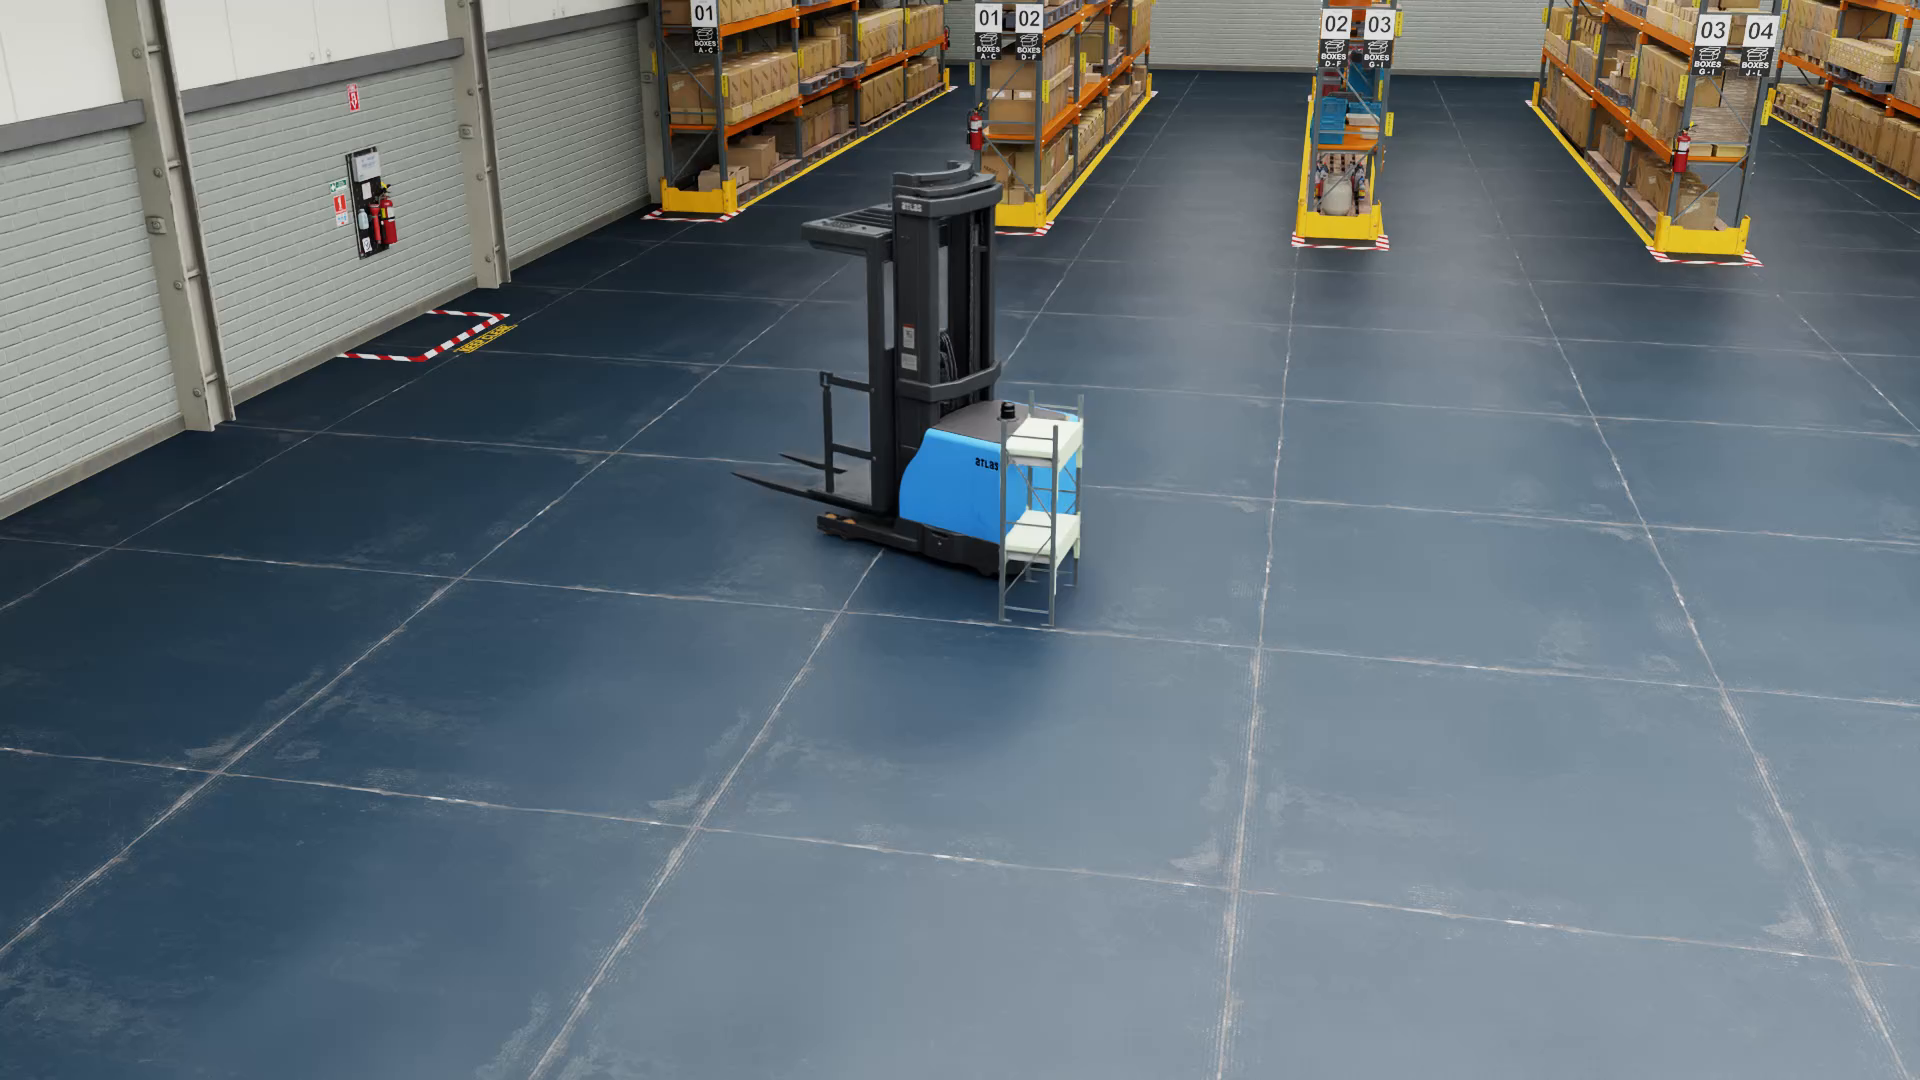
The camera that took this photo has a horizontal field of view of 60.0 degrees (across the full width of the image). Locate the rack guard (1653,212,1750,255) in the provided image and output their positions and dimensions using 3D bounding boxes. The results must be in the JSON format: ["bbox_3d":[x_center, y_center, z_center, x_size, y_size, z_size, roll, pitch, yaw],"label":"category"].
[{"bbox_3d":[10.430,-4.319,23.407,1.175,0.500,0.348,4,22,11],"label":"rack guard"}]

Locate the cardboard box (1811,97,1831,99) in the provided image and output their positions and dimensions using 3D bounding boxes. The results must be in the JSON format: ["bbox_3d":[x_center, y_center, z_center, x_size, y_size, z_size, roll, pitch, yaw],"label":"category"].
[{"bbox_3d":[17.703,-8.999,34.141,0.380,0.149,0.250,5,23,13],"label":"cardboard box"}]

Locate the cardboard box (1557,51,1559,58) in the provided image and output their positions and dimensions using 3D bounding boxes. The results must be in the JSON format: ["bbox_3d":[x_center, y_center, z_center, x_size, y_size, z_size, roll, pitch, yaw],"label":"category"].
[{"bbox_3d":[12.815,-10.235,35.089,0.380,0.149,0.250,5,22,12],"label":"cardboard box"}]

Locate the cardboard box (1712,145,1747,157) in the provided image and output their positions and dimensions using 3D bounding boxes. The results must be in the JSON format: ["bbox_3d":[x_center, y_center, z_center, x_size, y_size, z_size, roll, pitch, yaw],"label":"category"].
[{"bbox_3d":[10.706,-5.420,23.132,0.380,0.149,0.250,4,22,11],"label":"cardboard box"}]

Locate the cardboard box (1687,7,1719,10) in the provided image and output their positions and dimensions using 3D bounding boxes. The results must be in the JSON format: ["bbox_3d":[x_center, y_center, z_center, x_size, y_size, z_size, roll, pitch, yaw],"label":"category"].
[{"bbox_3d":[10.483,-7.452,23.492,0.380,0.149,0.250,5,22,12],"label":"cardboard box"}]

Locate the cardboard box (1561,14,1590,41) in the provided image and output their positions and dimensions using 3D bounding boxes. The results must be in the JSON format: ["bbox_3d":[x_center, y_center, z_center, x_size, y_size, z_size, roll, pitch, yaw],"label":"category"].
[{"bbox_3d":[12.802,-10.627,34.523,0.500,0.500,0.500,5,22,11],"label":"cardboard box"}]

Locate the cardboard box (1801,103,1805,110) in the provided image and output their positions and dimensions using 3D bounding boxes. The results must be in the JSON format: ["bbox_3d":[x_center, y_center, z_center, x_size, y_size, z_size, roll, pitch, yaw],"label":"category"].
[{"bbox_3d":[17.786,-9.048,34.661,0.380,0.149,0.250,3,22,8],"label":"cardboard box"}]

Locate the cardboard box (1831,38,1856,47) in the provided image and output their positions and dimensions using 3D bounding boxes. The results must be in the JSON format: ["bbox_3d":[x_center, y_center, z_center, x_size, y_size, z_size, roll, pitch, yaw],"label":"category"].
[{"bbox_3d":[17.168,-9.669,32.324,0.380,0.149,0.250,6,23,14],"label":"cardboard box"}]

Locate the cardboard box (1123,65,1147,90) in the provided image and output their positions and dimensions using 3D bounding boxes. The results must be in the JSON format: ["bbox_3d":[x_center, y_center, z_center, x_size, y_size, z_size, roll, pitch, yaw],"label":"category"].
[{"bbox_3d":[4.113,-10.885,39.123,0.500,0.500,0.500,4,22,11],"label":"cardboard box"}]

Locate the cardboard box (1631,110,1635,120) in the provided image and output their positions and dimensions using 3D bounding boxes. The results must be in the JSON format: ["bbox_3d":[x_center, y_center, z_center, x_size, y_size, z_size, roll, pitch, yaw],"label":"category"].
[{"bbox_3d":[10.893,-6.741,26.412,0.380,0.149,0.250,4,22,11],"label":"cardboard box"}]

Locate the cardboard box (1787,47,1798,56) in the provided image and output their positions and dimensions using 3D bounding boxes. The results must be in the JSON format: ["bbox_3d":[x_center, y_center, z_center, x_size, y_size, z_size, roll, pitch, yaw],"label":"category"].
[{"bbox_3d":[18.009,-10.486,35.712,0.380,0.149,0.250,4,22,9],"label":"cardboard box"}]

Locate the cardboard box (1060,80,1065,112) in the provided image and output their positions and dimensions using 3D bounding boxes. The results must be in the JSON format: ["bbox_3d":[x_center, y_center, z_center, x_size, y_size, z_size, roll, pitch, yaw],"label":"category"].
[{"bbox_3d":[1.348,-7.360,27.479,0.700,0.500,0.500,4,22,10],"label":"cardboard box"}]

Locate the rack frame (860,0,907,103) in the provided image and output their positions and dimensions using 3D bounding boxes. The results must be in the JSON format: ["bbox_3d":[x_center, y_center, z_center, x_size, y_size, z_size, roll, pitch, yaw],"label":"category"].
[{"bbox_3d":[-1.684,-10.972,36.581,1.000,3.000,0.127,4,22,11],"label":"rack frame"}]

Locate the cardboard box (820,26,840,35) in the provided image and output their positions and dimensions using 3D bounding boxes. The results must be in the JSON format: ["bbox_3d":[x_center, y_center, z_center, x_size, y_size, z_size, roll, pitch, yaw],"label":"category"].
[{"bbox_3d":[-2.541,-9.932,32.408,0.380,0.149,0.250,2,22,4],"label":"cardboard box"}]

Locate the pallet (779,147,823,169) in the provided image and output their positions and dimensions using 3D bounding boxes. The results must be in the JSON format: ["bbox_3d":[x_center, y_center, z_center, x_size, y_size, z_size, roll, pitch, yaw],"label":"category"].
[{"bbox_3d":[-3.159,-7.037,30.544,1.003,0.211,1.213,4,22,11],"label":"pallet"}]

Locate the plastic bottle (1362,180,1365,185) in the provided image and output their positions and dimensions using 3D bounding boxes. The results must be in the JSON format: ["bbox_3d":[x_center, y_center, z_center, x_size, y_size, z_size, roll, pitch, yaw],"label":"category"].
[{"bbox_3d":[6.305,-5.493,26.023,0.061,0.283,0.133,5,22,12],"label":"plastic bottle"}]

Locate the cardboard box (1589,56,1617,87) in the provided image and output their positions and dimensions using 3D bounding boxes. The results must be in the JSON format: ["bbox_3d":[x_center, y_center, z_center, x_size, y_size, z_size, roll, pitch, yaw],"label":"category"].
[{"bbox_3d":[11.905,-8.622,30.612,0.500,0.500,0.500,5,23,13],"label":"cardboard box"}]

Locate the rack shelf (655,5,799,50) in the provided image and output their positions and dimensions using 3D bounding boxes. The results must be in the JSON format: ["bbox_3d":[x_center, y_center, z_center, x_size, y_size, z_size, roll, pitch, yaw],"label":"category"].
[{"bbox_3d":[-3.724,-8.372,27.074,1.077,0.370,4.000,4,22,11],"label":"rack shelf"}]

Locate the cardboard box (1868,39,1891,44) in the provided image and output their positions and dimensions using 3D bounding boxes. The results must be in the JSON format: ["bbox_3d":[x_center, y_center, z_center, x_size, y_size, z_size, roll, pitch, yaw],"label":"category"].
[{"bbox_3d":[17.808,-9.616,32.193,0.380,0.149,0.250,5,23,13],"label":"cardboard box"}]

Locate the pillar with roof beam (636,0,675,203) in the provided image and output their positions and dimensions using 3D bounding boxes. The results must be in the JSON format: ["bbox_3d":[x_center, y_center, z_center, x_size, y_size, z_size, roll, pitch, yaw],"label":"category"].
[{"bbox_3d":[-0.622,-9.360,24.548,9.100,9.000,0.400,4,22,11],"label":"pillar with roof beam"}]

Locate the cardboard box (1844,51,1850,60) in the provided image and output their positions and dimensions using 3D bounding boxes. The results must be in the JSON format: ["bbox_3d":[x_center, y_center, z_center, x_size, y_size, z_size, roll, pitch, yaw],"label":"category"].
[{"bbox_3d":[16.959,-9.148,31.428,0.380,0.149,0.250,5,23,13],"label":"cardboard box"}]

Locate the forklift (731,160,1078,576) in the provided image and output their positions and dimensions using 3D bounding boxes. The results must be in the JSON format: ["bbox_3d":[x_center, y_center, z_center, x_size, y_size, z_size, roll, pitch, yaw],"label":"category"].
[{"bbox_3d":[-0.540,-1.504,13.165,3.031,2.935,1.130,15,26,33],"label":"forklift"}]

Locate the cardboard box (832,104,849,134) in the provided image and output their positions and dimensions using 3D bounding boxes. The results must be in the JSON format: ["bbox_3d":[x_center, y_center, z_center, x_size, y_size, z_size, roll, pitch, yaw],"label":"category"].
[{"bbox_3d":[-2.596,-8.286,32.670,0.700,0.500,0.500,5,22,12],"label":"cardboard box"}]

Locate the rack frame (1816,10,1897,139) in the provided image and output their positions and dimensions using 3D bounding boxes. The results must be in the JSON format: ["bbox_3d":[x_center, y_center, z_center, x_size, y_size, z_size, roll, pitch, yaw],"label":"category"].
[{"bbox_3d":[17.698,-9.424,32.738,1.000,3.000,0.127,4,22,11],"label":"rack frame"}]

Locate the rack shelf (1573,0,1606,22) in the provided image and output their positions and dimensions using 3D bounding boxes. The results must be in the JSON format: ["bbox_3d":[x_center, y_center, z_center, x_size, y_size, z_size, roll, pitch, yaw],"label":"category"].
[{"bbox_3d":[12.455,-10.165,31.526,1.077,0.370,4.000,4,22,11],"label":"rack shelf"}]

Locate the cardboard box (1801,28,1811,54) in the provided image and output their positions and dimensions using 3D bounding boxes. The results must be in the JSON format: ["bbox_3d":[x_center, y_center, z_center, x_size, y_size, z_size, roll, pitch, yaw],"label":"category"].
[{"bbox_3d":[17.858,-10.365,34.543,0.500,0.500,0.500,4,22,10],"label":"cardboard box"}]

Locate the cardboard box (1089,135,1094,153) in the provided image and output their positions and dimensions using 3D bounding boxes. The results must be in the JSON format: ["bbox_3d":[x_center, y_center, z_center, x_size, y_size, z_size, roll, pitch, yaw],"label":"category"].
[{"bbox_3d":[2.172,-7.280,30.533,0.500,0.250,0.500,5,22,12],"label":"cardboard box"}]

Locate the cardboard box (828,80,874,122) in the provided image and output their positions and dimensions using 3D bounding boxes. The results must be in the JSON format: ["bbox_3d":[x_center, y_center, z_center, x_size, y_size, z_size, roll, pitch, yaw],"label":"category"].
[{"bbox_3d":[-2.222,-8.965,33.915,0.750,0.750,0.750,4,22,10],"label":"cardboard box"}]

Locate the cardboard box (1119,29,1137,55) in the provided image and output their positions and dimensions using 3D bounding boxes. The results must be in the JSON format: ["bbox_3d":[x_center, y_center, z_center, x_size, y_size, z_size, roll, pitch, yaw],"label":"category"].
[{"bbox_3d":[3.537,-10.807,36.039,0.500,0.500,0.500,5,22,12],"label":"cardboard box"}]

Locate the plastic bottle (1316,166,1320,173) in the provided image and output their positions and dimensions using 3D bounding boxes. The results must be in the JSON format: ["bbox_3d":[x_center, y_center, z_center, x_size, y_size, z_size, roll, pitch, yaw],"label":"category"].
[{"bbox_3d":[5.773,-5.933,27.028,0.144,0.351,0.185,4,22,9],"label":"plastic bottle"}]

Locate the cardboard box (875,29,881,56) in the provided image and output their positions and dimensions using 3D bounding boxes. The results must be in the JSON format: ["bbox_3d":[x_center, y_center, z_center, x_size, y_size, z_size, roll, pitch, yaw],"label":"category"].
[{"bbox_3d":[-1.932,-10.233,34.187,0.500,0.500,0.500,4,22,11],"label":"cardboard box"}]

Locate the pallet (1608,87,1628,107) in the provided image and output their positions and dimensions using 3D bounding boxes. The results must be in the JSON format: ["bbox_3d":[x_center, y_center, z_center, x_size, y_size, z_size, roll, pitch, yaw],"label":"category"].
[{"bbox_3d":[11.683,-7.560,28.366,1.003,0.211,1.213,4,22,11],"label":"pallet"}]

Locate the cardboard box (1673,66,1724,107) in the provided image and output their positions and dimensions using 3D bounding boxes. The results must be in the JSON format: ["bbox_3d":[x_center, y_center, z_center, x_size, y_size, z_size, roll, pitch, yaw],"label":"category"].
[{"bbox_3d":[10.285,-6.318,23.156,0.500,0.500,0.500,4,22,11],"label":"cardboard box"}]

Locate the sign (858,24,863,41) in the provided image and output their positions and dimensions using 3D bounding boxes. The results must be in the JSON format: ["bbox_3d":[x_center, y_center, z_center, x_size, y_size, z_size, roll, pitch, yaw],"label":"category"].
[{"bbox_3d":[-1.967,-9.971,32.653,0.100,0.325,0.005,4,22,11],"label":"sign"}]

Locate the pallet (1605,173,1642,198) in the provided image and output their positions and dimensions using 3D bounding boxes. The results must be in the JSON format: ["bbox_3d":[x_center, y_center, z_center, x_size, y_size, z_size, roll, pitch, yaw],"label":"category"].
[{"bbox_3d":[11.388,-5.904,27.732,1.003,0.211,1.213,4,22,11],"label":"pallet"}]

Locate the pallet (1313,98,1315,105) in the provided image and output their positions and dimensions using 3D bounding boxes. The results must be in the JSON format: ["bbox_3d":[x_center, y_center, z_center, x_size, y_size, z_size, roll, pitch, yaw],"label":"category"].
[{"bbox_3d":[8.373,-9.642,37.013,1.003,0.211,1.213,4,22,11],"label":"pallet"}]

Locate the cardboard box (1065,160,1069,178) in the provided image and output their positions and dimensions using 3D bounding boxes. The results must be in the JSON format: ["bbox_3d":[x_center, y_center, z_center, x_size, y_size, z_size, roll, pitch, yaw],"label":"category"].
[{"bbox_3d":[1.542,-6.221,27.903,0.500,0.250,0.500,4,22,11],"label":"cardboard box"}]

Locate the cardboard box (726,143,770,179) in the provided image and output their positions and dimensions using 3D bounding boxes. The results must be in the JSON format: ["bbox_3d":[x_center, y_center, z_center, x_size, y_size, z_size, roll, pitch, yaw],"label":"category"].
[{"bbox_3d":[-3.588,-6.347,27.854,0.700,0.500,0.500,3,22,8],"label":"cardboard box"}]

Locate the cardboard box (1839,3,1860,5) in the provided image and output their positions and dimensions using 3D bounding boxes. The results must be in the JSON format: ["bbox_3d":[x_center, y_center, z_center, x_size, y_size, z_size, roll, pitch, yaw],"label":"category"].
[{"bbox_3d":[18.359,-10.779,34.231,0.500,0.500,0.500,4,22,9],"label":"cardboard box"}]

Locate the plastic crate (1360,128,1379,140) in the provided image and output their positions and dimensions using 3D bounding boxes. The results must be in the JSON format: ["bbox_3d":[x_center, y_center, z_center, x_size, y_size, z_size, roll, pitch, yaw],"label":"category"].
[{"bbox_3d":[6.064,-6.008,24.610,0.298,0.136,0.250,4,22,11],"label":"plastic crate"}]

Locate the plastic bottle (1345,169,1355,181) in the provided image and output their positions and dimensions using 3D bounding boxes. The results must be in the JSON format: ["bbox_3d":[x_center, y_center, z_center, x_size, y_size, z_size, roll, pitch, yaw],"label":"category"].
[{"bbox_3d":[6.344,-5.906,27.059,0.152,0.276,0.135,4,22,11],"label":"plastic bottle"}]

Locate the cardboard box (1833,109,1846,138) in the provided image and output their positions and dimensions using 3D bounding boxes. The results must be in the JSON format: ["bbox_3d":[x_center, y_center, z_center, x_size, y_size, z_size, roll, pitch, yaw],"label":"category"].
[{"bbox_3d":[17.182,-8.015,32.025,0.500,0.500,0.500,5,23,13],"label":"cardboard box"}]

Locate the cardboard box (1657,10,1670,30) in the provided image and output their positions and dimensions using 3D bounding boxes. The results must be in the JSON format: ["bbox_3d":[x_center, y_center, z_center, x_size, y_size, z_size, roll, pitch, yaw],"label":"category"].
[{"bbox_3d":[10.674,-7.715,24.680,0.500,0.250,0.500,4,22,9],"label":"cardboard box"}]

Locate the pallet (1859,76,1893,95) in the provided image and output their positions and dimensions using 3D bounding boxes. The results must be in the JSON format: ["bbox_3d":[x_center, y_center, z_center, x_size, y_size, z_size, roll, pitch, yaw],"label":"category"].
[{"bbox_3d":[16.923,-8.141,29.808,1.213,0.211,1.003,4,22,11],"label":"pallet"}]

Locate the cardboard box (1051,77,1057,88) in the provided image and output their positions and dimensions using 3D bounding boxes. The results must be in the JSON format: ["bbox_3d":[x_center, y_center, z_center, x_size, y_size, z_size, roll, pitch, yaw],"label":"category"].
[{"bbox_3d":[1.323,-7.243,26.321,0.380,0.149,0.250,5,22,11],"label":"cardboard box"}]

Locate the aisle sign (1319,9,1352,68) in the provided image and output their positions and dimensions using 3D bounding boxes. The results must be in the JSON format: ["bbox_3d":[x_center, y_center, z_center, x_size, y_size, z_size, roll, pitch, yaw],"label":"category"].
[{"bbox_3d":[5.261,-7.030,23.314,0.394,0.787,0.004,4,22,11],"label":"aisle sign"}]

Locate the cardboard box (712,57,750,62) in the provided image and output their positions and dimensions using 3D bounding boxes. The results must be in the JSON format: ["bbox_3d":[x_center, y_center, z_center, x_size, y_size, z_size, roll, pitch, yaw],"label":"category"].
[{"bbox_3d":[-3.833,-7.807,27.893,0.500,0.500,0.500,5,22,12],"label":"cardboard box"}]

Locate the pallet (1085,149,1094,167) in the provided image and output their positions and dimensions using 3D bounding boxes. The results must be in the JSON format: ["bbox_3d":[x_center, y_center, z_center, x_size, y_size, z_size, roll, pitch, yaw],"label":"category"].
[{"bbox_3d":[1.893,-7.096,30.691,1.003,0.211,1.213,4,22,11],"label":"pallet"}]

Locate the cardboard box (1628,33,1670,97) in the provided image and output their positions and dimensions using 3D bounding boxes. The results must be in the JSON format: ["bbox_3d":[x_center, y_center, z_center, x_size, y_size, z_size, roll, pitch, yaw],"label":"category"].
[{"bbox_3d":[11.530,-7.666,27.008,1.000,1.000,1.000,5,22,11],"label":"cardboard box"}]

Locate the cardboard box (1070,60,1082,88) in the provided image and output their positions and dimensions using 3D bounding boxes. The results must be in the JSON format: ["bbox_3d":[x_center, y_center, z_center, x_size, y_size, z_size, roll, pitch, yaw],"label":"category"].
[{"bbox_3d":[1.916,-8.371,29.991,0.500,0.500,0.500,4,22,11],"label":"cardboard box"}]

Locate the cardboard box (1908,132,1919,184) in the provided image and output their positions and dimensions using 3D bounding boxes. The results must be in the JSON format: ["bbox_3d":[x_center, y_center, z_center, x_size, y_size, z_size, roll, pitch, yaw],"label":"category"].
[{"bbox_3d":[16.305,-6.236,27.271,1.050,0.750,0.750,4,22,11],"label":"cardboard box"}]

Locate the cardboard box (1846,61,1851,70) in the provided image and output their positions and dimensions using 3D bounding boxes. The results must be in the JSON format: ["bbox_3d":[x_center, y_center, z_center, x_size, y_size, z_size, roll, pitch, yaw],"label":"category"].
[{"bbox_3d":[16.907,-8.915,31.249,0.380,0.149,0.250,4,22,10],"label":"cardboard box"}]

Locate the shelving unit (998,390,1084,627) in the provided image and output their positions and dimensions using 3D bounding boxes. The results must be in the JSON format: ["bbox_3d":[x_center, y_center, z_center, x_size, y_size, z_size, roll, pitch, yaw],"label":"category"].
[{"bbox_3d":[0.584,-0.233,11.925,0.431,1.500,0.755,7,23,16],"label":"shelving unit"}]

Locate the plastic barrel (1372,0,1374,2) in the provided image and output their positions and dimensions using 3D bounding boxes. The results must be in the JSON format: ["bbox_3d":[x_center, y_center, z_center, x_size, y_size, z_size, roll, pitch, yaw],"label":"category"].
[{"bbox_3d":[7.167,-9.598,29.340,0.301,0.262,0.301,0,22,0],"label":"plastic barrel"}]

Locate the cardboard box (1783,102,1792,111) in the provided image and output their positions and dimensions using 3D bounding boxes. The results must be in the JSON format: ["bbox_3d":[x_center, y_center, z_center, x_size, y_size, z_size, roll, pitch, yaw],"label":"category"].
[{"bbox_3d":[17.918,-9.313,35.717,0.380,0.149,0.250,5,22,12],"label":"cardboard box"}]
